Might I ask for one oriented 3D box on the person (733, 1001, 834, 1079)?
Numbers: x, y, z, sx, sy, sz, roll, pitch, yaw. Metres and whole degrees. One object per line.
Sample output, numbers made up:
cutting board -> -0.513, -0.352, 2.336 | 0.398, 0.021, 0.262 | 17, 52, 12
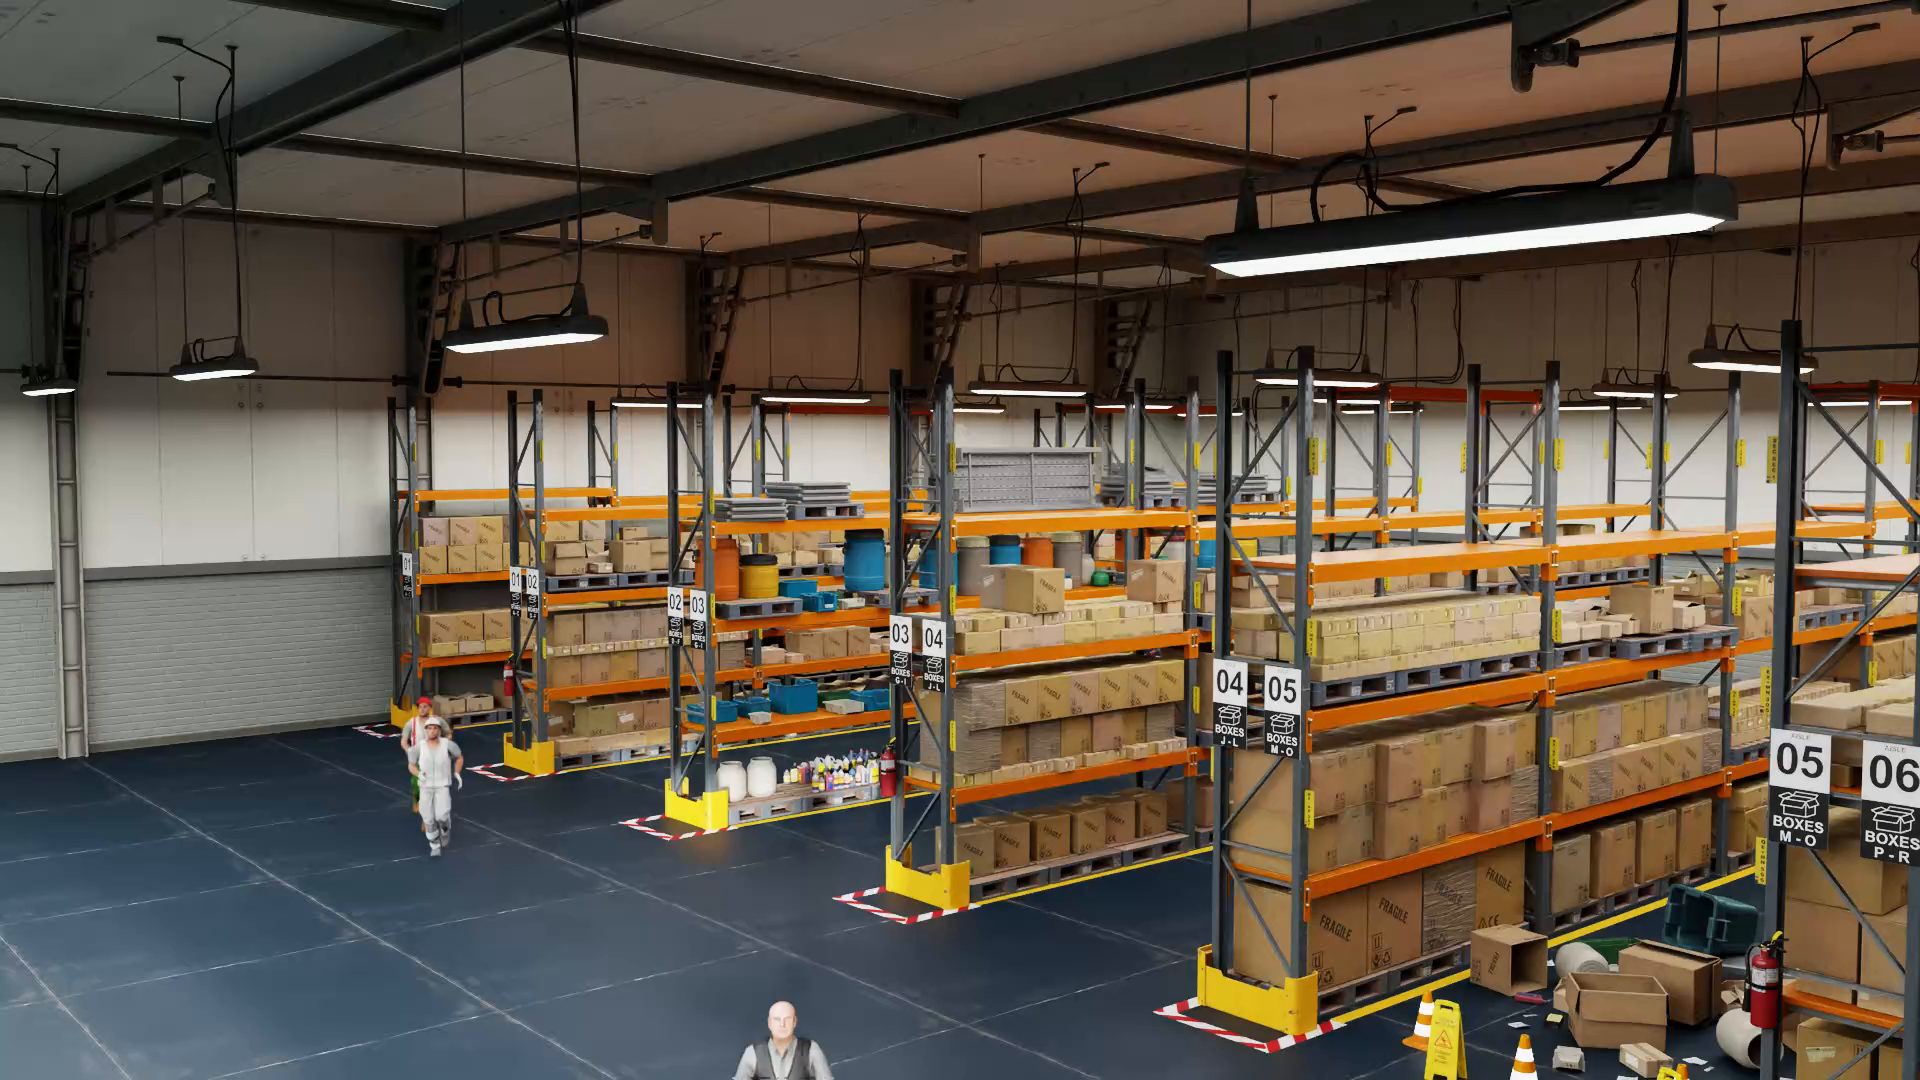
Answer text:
person -> -1.113, 3.717, 10.412 | 0.659, 1.673, 0.614 | 0, 3, -5

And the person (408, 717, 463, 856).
person -> -6.529, 3.081, 20.670 | 0.649, 1.744, 0.577 | -1, 3, -12

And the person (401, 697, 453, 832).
person -> -7.190, 2.985, 22.440 | 0.661, 1.772, 0.791 | -1, 3, -14

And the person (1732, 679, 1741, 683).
person -> 11.534, 2.915, 24.663 | 0.764, 1.725, 0.548 | -2, 4, -36
